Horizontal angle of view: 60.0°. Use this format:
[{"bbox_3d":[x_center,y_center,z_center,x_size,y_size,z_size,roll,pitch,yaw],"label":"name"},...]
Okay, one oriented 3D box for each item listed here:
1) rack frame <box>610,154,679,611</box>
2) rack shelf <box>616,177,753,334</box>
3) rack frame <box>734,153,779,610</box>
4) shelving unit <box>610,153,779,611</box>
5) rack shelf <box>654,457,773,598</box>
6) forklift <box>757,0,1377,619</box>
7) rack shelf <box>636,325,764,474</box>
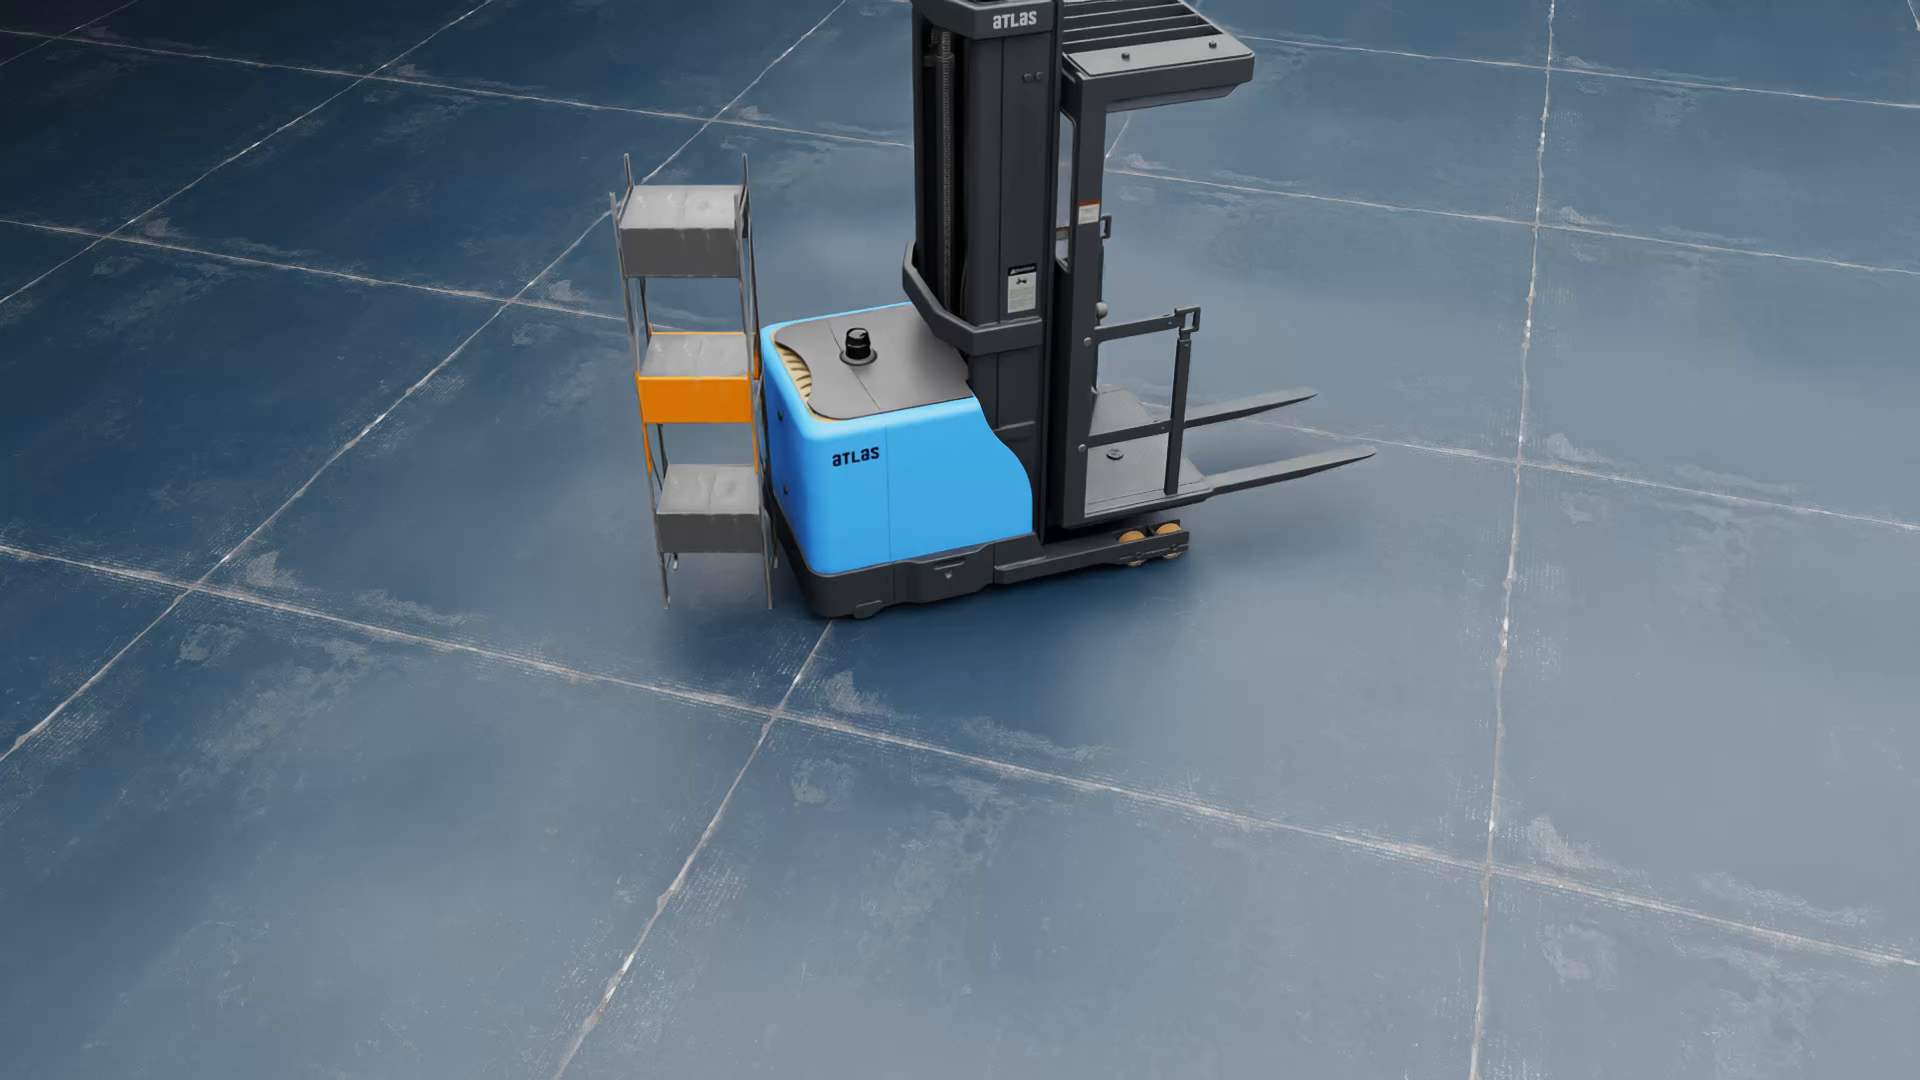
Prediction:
[{"bbox_3d":[-1.378,-0.633,7.337,0.015,2.100,0.400,0,36,-1],"label":"rack frame"},{"bbox_3d":[-1.133,-1.187,6.933,0.480,0.518,0.431,0,36,-1],"label":"rack shelf"},{"bbox_3d":[-0.890,-0.635,7.342,0.015,2.100,0.400,0,36,-1],"label":"rack frame"},{"bbox_3d":[-1.134,-0.634,7.339,0.503,2.100,0.431,0,36,-1],"label":"shelving unit"},{"bbox_3d":[-1.135,-0.059,7.762,0.480,0.518,0.431,0,36,-1],"label":"rack shelf"},{"bbox_3d":[0.593,-1.339,7.597,3.031,2.935,1.130,-12,38,-15],"label":"forklift"},{"bbox_3d":[-1.134,-0.623,7.348,0.480,0.518,0.431,0,36,-1],"label":"rack shelf"}]
